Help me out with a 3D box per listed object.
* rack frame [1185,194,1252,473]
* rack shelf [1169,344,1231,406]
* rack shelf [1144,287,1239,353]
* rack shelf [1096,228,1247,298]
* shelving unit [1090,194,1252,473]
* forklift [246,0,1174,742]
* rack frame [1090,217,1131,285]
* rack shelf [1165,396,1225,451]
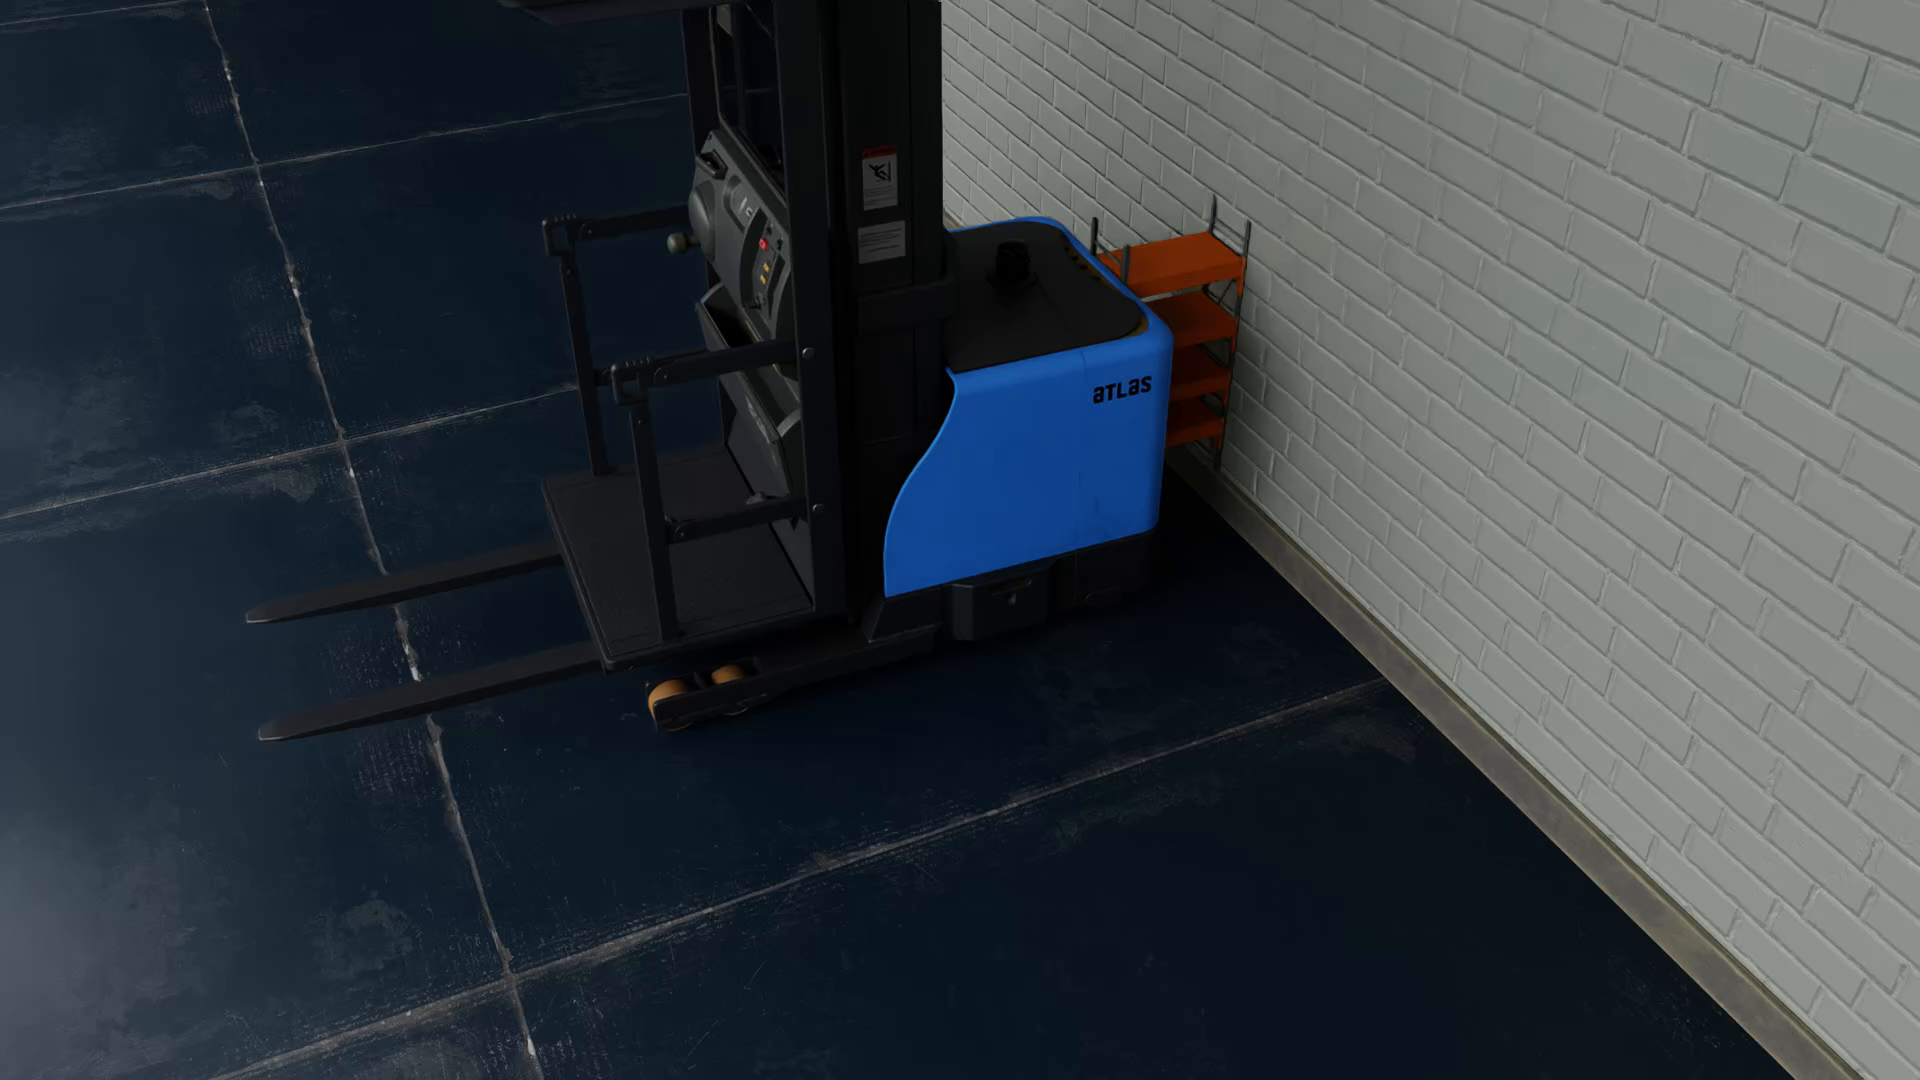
[{"bbox_3d":[0.941,-0.679,6.157,0.015,1.200,0.240,-15,40,-21],"label":"rack frame"},{"bbox_3d":[0.719,-0.566,6.111,0.480,0.148,0.258,-15,40,-21],"label":"rack shelf"},{"bbox_3d":[0.723,-0.746,5.977,0.480,0.148,0.258,-15,40,-21],"label":"rack shelf"},{"bbox_3d":[0.728,-0.935,5.836,0.480,0.148,0.258,-15,40,-21],"label":"rack shelf"},{"bbox_3d":[0.720,-0.620,6.071,0.503,1.200,0.258,-15,40,-21],"label":"shelving unit"},{"bbox_3d":[-0.857,-0.915,5.023,3.031,2.935,1.130,-14,39,-18],"label":"forklift"},{"bbox_3d":[0.499,-0.562,5.985,0.015,1.200,0.240,-15,40,-21],"label":"rack frame"},{"bbox_3d":[0.715,-0.407,6.230,0.480,0.148,0.258,-15,40,-21],"label":"rack shelf"}]
